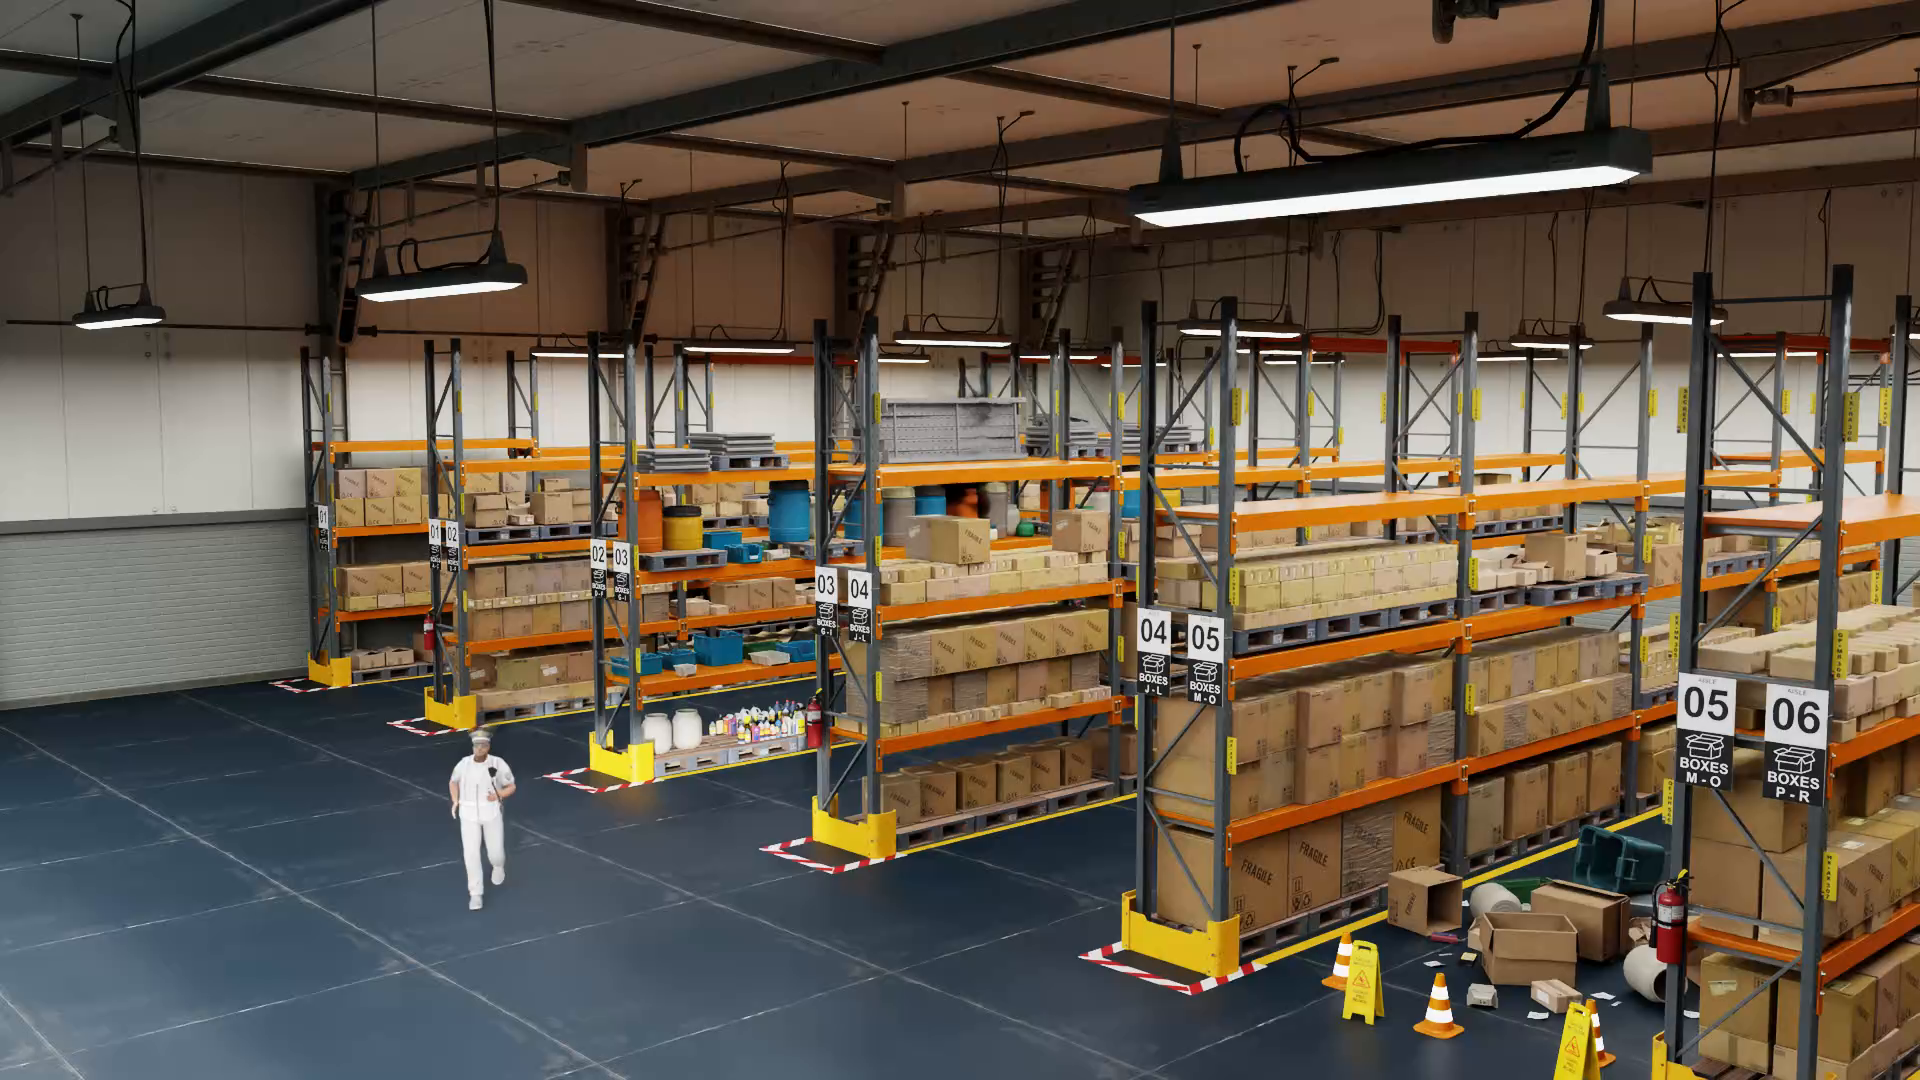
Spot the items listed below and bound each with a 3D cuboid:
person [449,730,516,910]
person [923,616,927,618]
[{"bbox_3d":[-4.873,2.798,16.950,0.676,1.746,0.894,-1,5,-9],"label":"person"},{"bbox_3d":[-0.472,1.390,29.416,0.650,1.867,0.777,4,6,37],"label":"person"}]
